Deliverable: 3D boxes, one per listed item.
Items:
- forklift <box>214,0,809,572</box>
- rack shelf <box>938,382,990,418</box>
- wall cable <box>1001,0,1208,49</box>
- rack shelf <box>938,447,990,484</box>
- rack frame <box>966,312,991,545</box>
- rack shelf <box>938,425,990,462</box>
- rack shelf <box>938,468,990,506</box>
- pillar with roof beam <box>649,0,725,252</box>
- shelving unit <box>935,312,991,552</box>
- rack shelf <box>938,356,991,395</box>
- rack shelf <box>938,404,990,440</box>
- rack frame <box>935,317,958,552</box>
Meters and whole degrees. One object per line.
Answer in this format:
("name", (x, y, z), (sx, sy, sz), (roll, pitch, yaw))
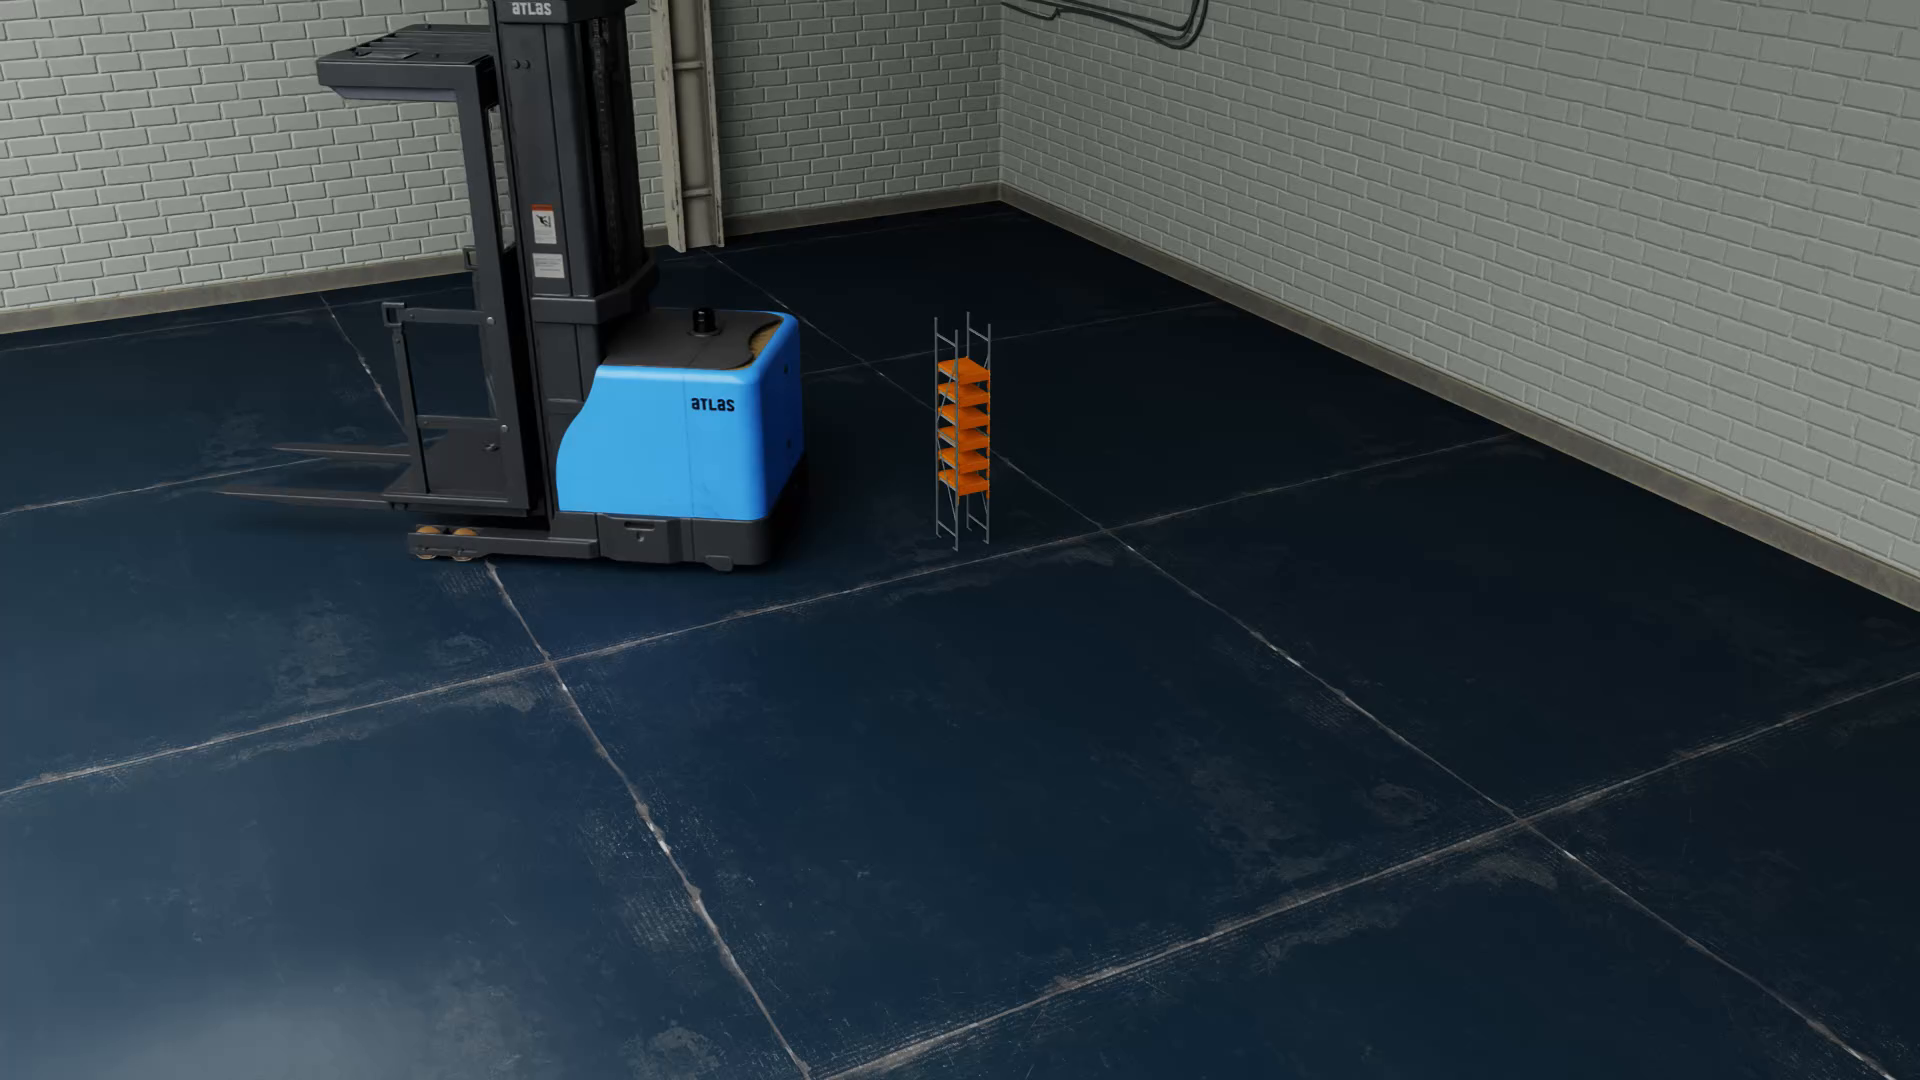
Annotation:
("forklift", (-2.392, -1.433, 8.349), (3.031, 2.935, 1.130), (3, 26, 7))
("rack shelf", (0.013, -0.720, 8.412), (0.180, 0.103, 0.258), (-13, 29, -25))
("wall cable", (1.021, -5.215, 12.803), (0.112, 2.526, 3.097), (-13, 29, -25))
("rack shelf", (0.013, -0.396, 8.568), (0.180, 0.103, 0.258), (-13, 29, -25))
("rack frame", (0.094, -0.562, 8.535), (0.006, 1.200, 0.240), (-13, 29, -25))
("rack shelf", (0.013, -0.504, 8.516), (0.180, 0.103, 0.258), (-13, 29, -25))
("rack shelf", (0.013, -0.287, 8.620), (0.180, 0.103, 0.258), (-13, 29, -25))
("pillar with roof beam", (-0.175, -4.876, 8.509), (0.400, 9.000, 9.100), (-13, 29, -25))
("shelving unit", (0.013, -0.544, 8.496), (0.189, 1.200, 0.258), (-13, 29, -25))
("rack shelf", (0.013, -0.828, 8.360), (0.180, 0.103, 0.258), (-13, 29, -25))
("rack shelf", (0.013, -0.612, 8.464), (0.180, 0.103, 0.258), (-13, 29, -25))
("rack frame", (-0.068, -0.525, 8.458), (0.006, 1.200, 0.240), (-13, 29, -25))
